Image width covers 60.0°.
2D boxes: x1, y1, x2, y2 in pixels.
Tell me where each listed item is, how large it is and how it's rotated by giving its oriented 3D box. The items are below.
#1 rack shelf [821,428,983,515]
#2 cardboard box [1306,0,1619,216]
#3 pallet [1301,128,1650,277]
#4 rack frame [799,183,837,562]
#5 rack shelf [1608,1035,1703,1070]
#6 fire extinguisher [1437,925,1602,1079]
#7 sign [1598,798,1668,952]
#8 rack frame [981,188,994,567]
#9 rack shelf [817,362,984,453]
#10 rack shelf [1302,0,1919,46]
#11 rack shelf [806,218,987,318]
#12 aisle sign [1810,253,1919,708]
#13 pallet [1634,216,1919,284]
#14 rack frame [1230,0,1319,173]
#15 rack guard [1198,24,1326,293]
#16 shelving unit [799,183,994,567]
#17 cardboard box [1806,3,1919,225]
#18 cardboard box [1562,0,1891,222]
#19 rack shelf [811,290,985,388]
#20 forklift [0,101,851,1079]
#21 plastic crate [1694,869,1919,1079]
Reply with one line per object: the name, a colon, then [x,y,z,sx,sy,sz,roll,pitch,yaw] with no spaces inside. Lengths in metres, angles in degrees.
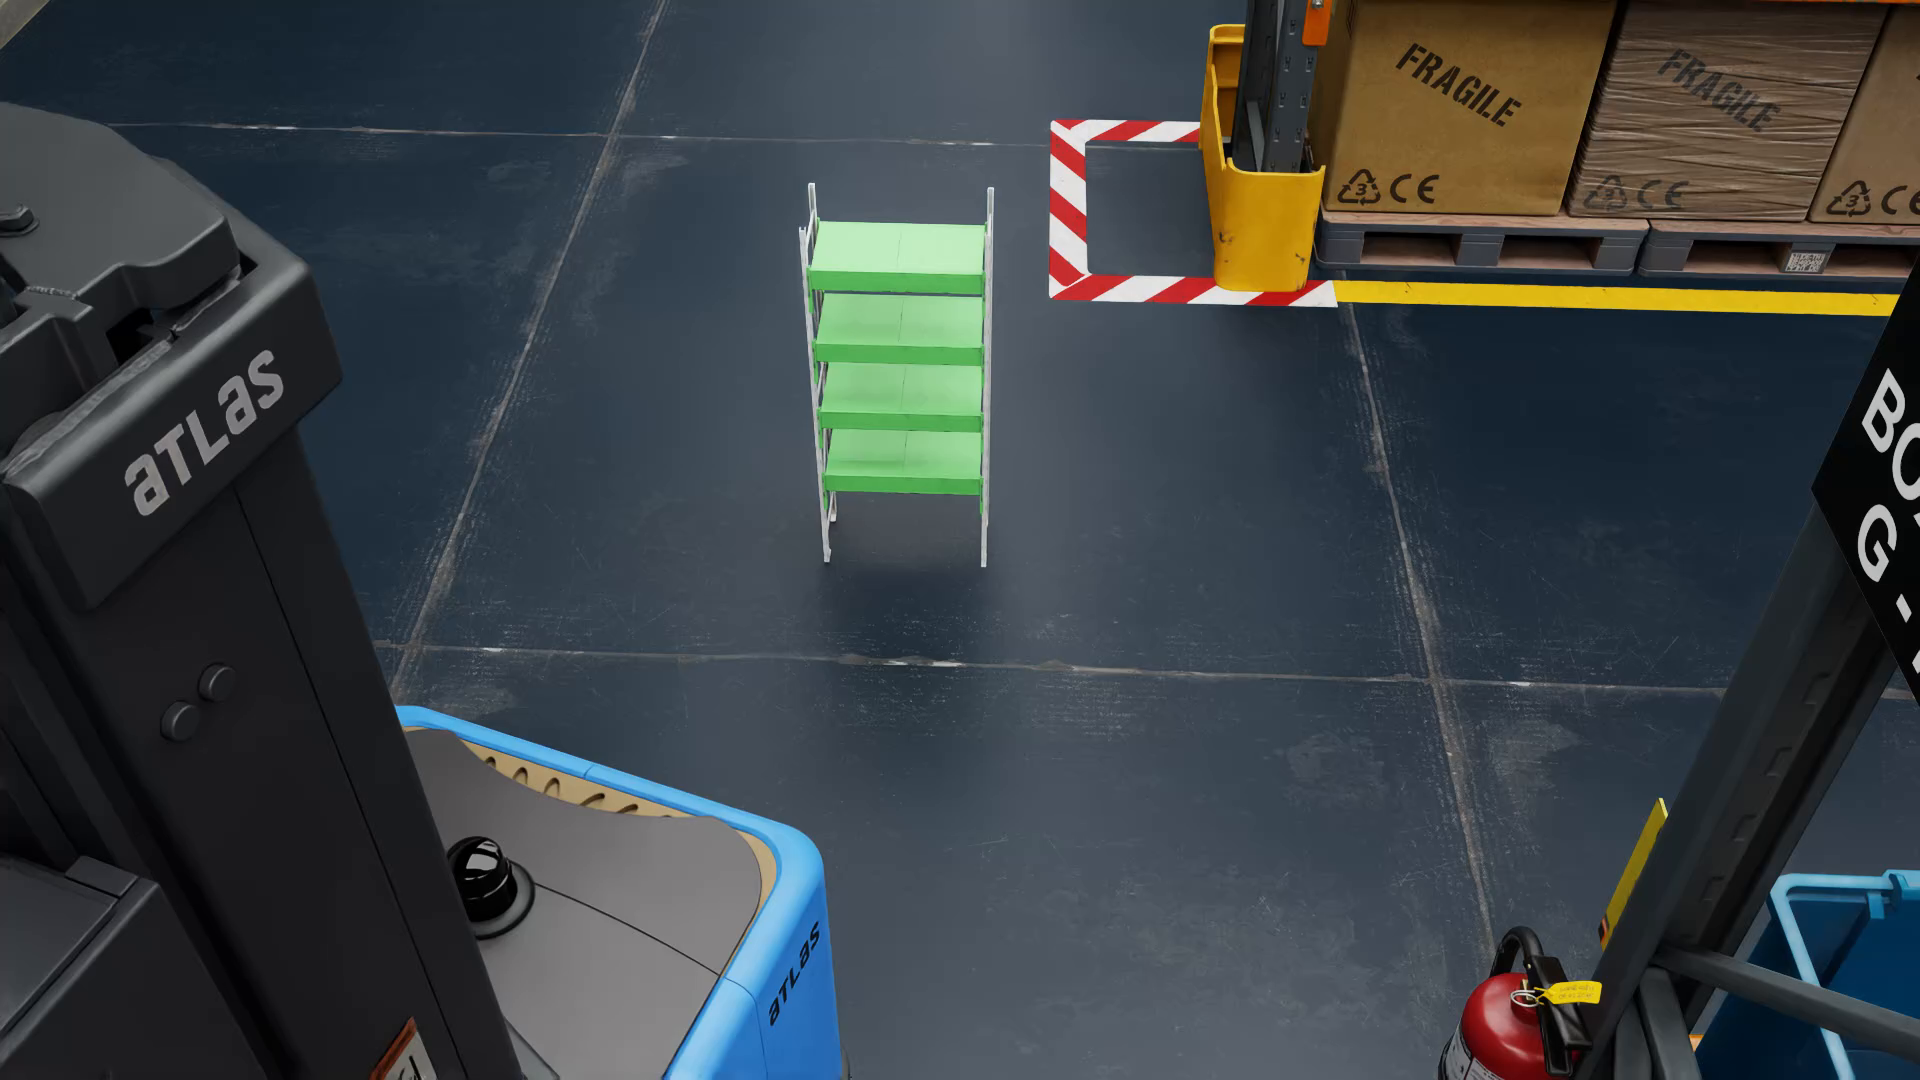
rack shelf: [-0.165,-0.222,5.054,0.480,0.148,0.258,2,43,2]
cardboard box: [1.827,-1.840,6.275,0.875,0.875,0.875,2,43,2]
pallet: [1.987,-1.437,6.638,1.213,0.211,1.003,2,43,2]
rack frame: [-0.409,-0.452,4.855,0.015,1.200,0.240,2,43,2]
rack shelf: [2.959,1.269,2.215,4.000,0.370,1.077,2,43,2]
fire extinguisher: [0.831,0.795,2.526,0.183,0.674,0.296,2,43,2]
sign: [0.970,0.509,2.383,0.005,0.325,0.100,2,43,2]
rack frame: [0.078,-0.437,4.838,0.015,1.200,0.240,2,43,2]
rack shelf: [-0.165,-0.397,4.890,0.480,0.148,0.258,2,43,2]
rack shelf: [3.182,-2.104,5.836,4.000,0.370,1.077,2,43,2]
rack shelf: [-0.165,-0.749,4.563,0.480,0.148,0.258,2,43,2]
aisle sign: [0.902,-0.209,1.366,0.004,0.787,0.394,2,43,2]
pallet: [3.202,-1.398,6.595,1.213,0.211,1.003,2,43,2]
rack frame: [1.184,-2.428,5.656,0.127,3.000,1.000,2,43,2]
rack guard: [1.160,-1.515,6.509,0.348,0.500,1.175,2,43,2]
shelving unit: [-0.165,-0.444,4.846,0.503,1.200,0.258,2,43,2]
cardboard box: [3.625,-1.784,6.215,0.875,0.875,0.875,2,43,2]
cardboard box: [2.736,-1.812,6.245,0.875,0.875,0.875,2,43,2]
rack shelf: [-0.165,-0.573,4.726,0.480,0.148,0.258,2,43,2]
forklift: [-1.245,1.082,1.938,1.130,2.935,3.031,15,45,15]
plastic crate: [1.304,0.792,2.129,0.499,0.435,0.616,2,43,2]
